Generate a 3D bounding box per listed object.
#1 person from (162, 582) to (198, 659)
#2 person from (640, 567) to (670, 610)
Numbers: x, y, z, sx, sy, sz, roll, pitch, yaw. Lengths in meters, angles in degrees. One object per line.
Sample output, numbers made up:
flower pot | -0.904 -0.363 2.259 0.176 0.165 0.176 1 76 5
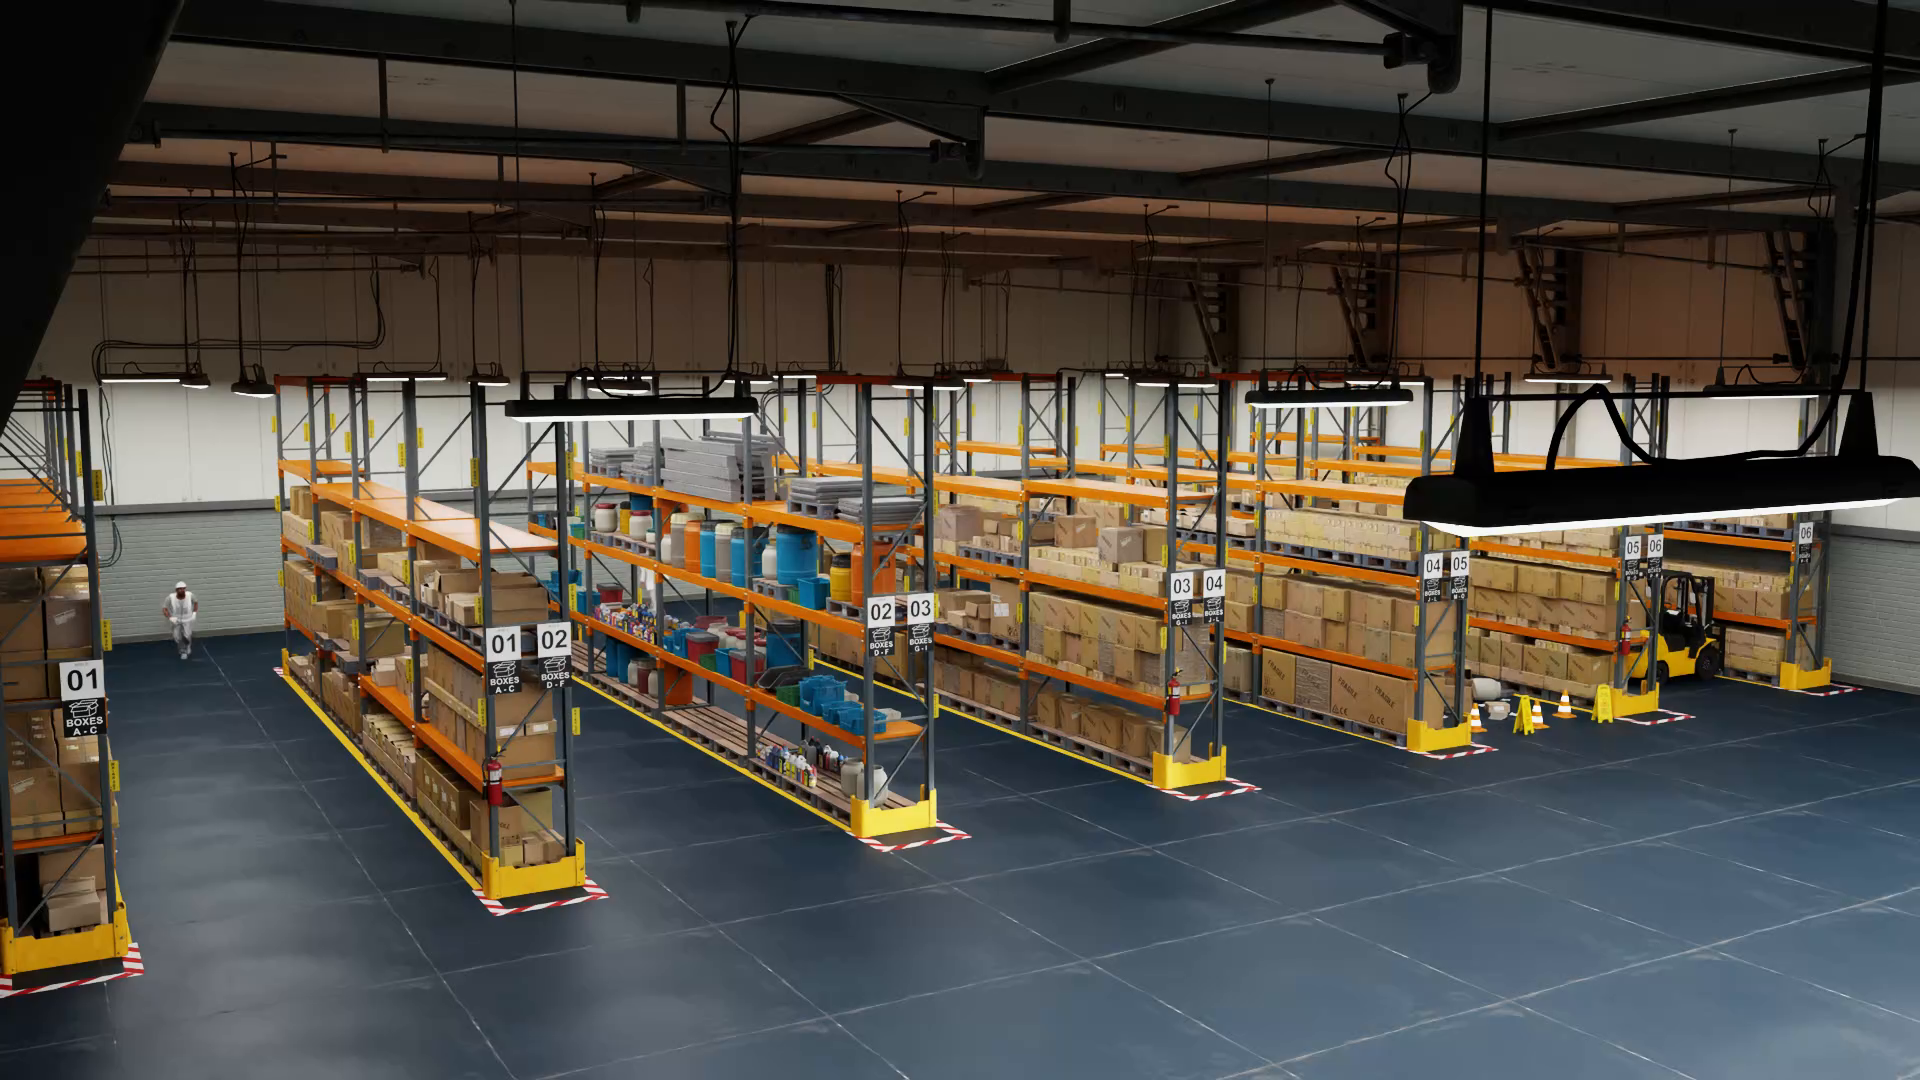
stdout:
person | -16.330 1.687 34.867 0.666 1.680 0.656 -2 7 -20
person | -7.430 1.008 40.570 0.653 1.718 1.102 -3 7 -29
